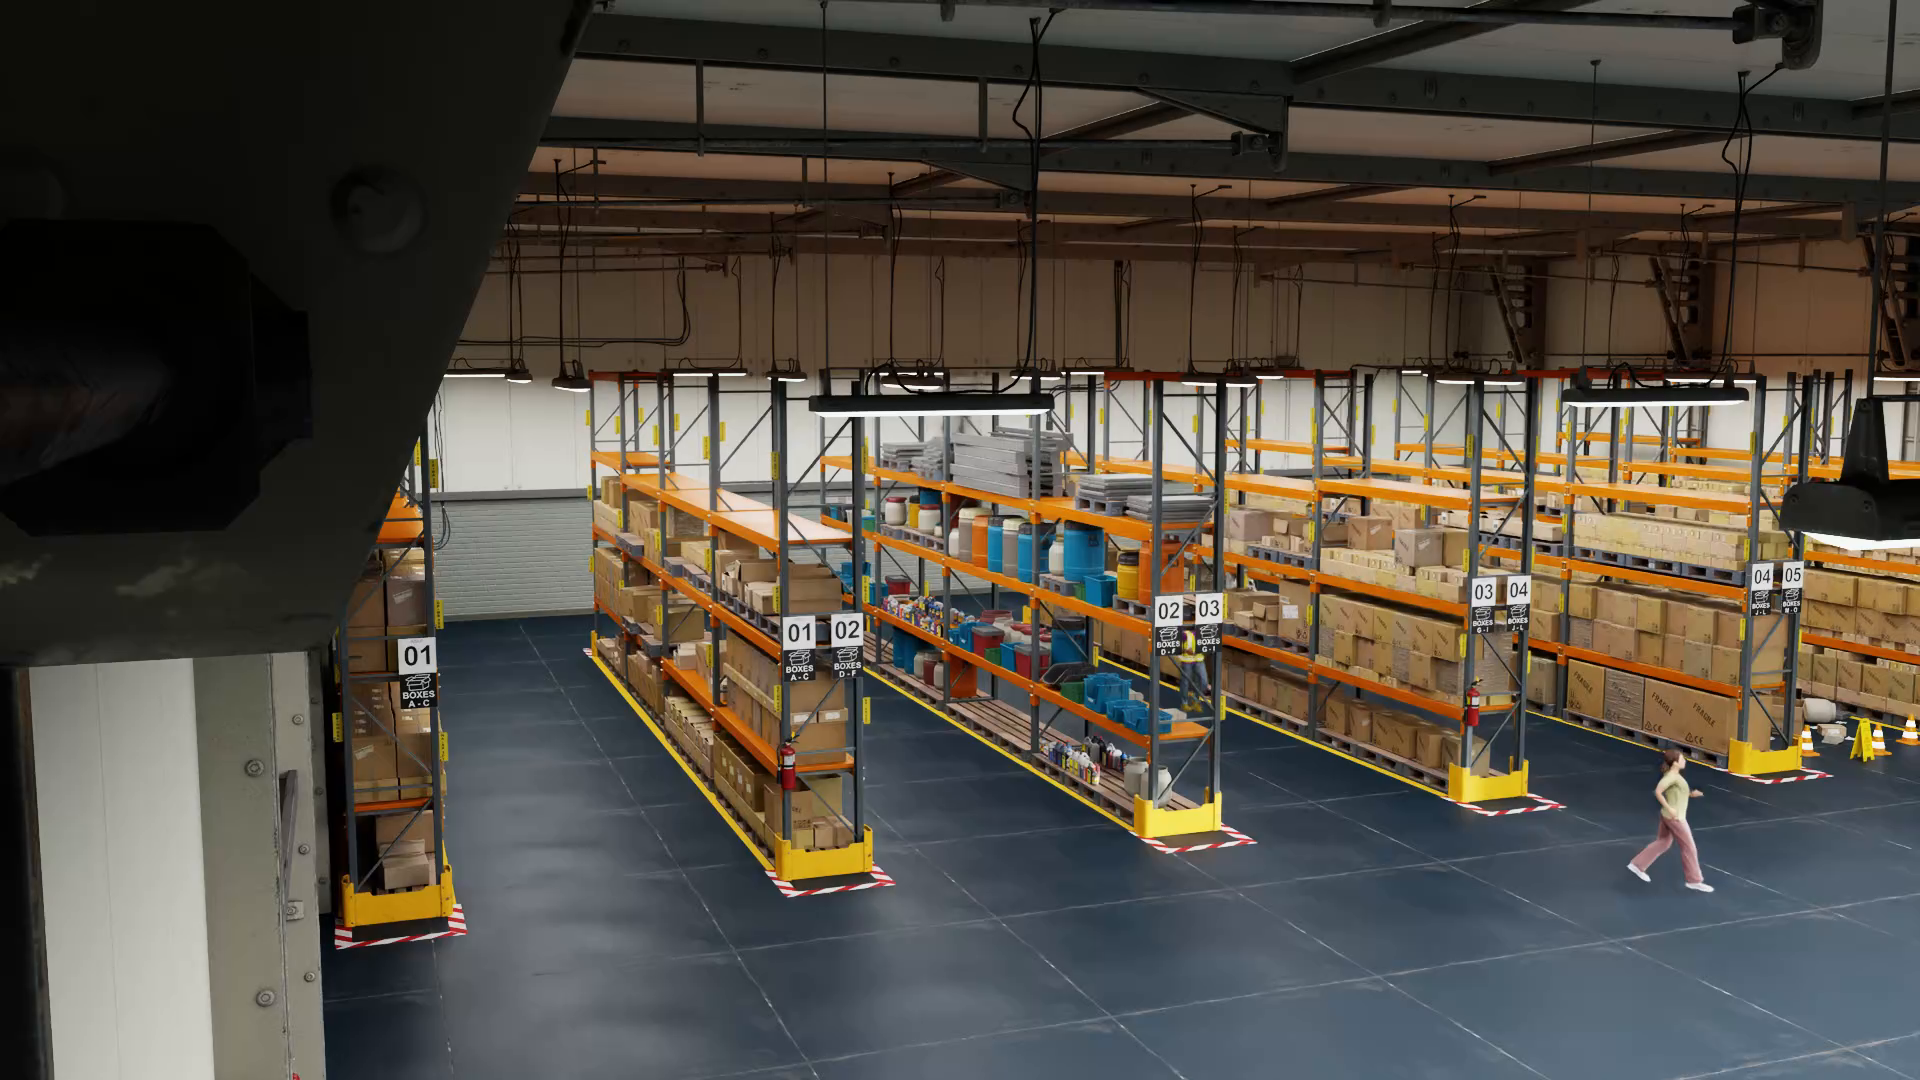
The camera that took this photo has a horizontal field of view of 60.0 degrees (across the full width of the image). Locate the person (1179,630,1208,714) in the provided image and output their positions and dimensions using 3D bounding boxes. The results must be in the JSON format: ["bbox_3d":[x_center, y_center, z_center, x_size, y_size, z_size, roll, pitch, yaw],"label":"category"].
[{"bbox_3d":[3.921,2.059,28.024,0.685,1.765,0.694,-2,7,-21],"label":"person"}]

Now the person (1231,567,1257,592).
[{"bbox_3d":[6.280,1.413,36.711,0.538,1.696,0.757,-1,7,-12],"label":"person"}]

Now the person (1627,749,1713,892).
[{"bbox_3d":[8.409,3.285,19.622,0.947,1.663,0.577,2,7,14],"label":"person"}]

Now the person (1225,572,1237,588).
[{"bbox_3d":[6.841,0.892,41.593,0.638,1.640,0.575,-2,7,-14],"label":"person"}]

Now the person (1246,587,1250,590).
[{"bbox_3d":[5.804,1.642,34.112,0.686,1.837,0.805,-3,7,-27],"label":"person"}]
